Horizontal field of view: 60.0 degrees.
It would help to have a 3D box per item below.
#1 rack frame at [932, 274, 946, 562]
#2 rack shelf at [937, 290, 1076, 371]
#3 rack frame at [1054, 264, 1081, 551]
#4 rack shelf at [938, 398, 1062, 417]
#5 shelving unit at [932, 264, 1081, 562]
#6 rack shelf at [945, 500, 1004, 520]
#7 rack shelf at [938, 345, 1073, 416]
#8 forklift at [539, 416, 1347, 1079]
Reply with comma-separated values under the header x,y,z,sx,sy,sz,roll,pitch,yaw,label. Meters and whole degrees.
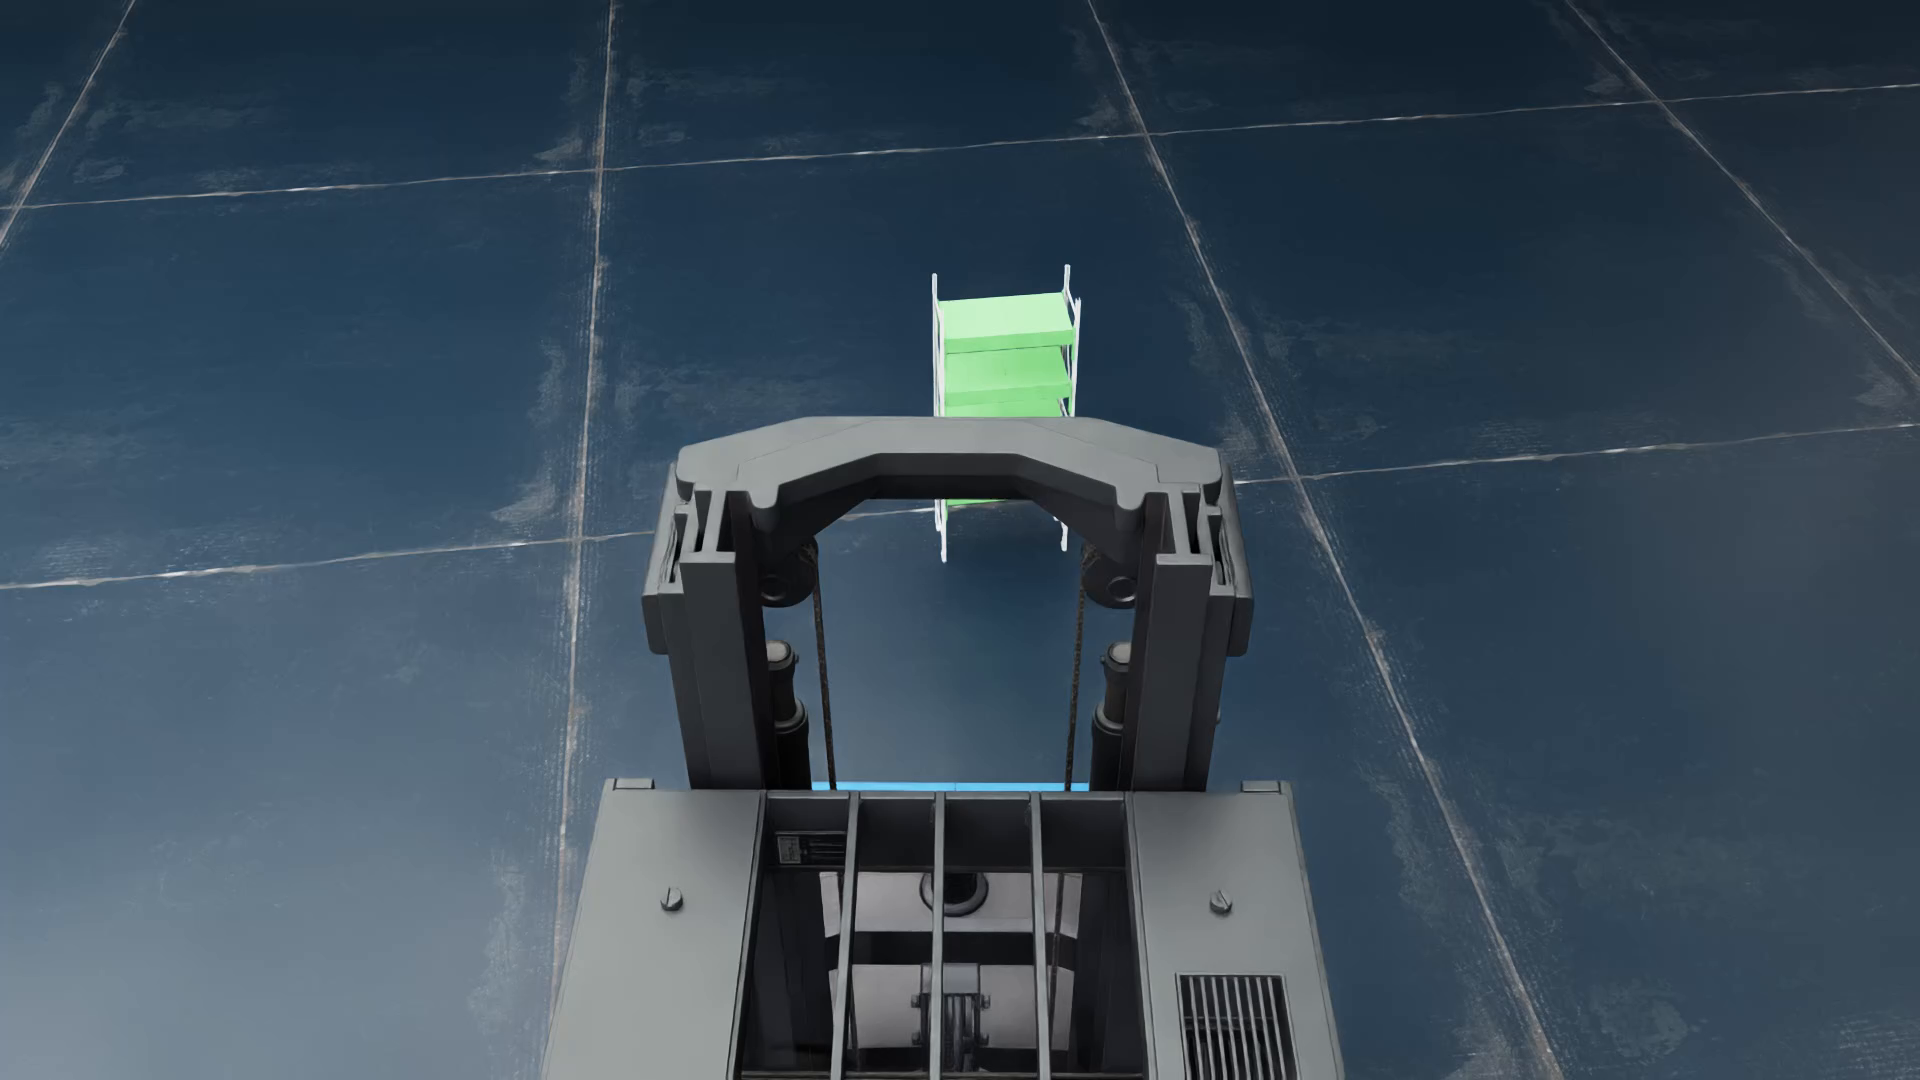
x,y,z,sx,sy,sz,roll,pitch,yaw,label
-0.078,-0.439,6.341,0.015,1.200,0.240,-5,42,-6,rack frame
0.164,-0.769,6.085,0.480,0.148,0.258,-5,42,-6,rack shelf
0.406,-0.481,6.388,0.015,1.200,0.240,-5,42,-6,rack frame
0.164,-0.412,6.407,0.480,0.148,0.258,-5,42,-6,rack shelf
0.164,-0.460,6.364,0.503,1.200,0.258,-5,42,-6,shelving unit
0.164,-0.234,6.568,0.480,0.148,0.258,-5,42,-6,rack shelf
0.164,-0.591,6.246,0.480,0.148,0.258,-5,42,-6,rack shelf
-0.021,1.343,3.072,1.130,2.935,3.031,0,42,0,forklift
